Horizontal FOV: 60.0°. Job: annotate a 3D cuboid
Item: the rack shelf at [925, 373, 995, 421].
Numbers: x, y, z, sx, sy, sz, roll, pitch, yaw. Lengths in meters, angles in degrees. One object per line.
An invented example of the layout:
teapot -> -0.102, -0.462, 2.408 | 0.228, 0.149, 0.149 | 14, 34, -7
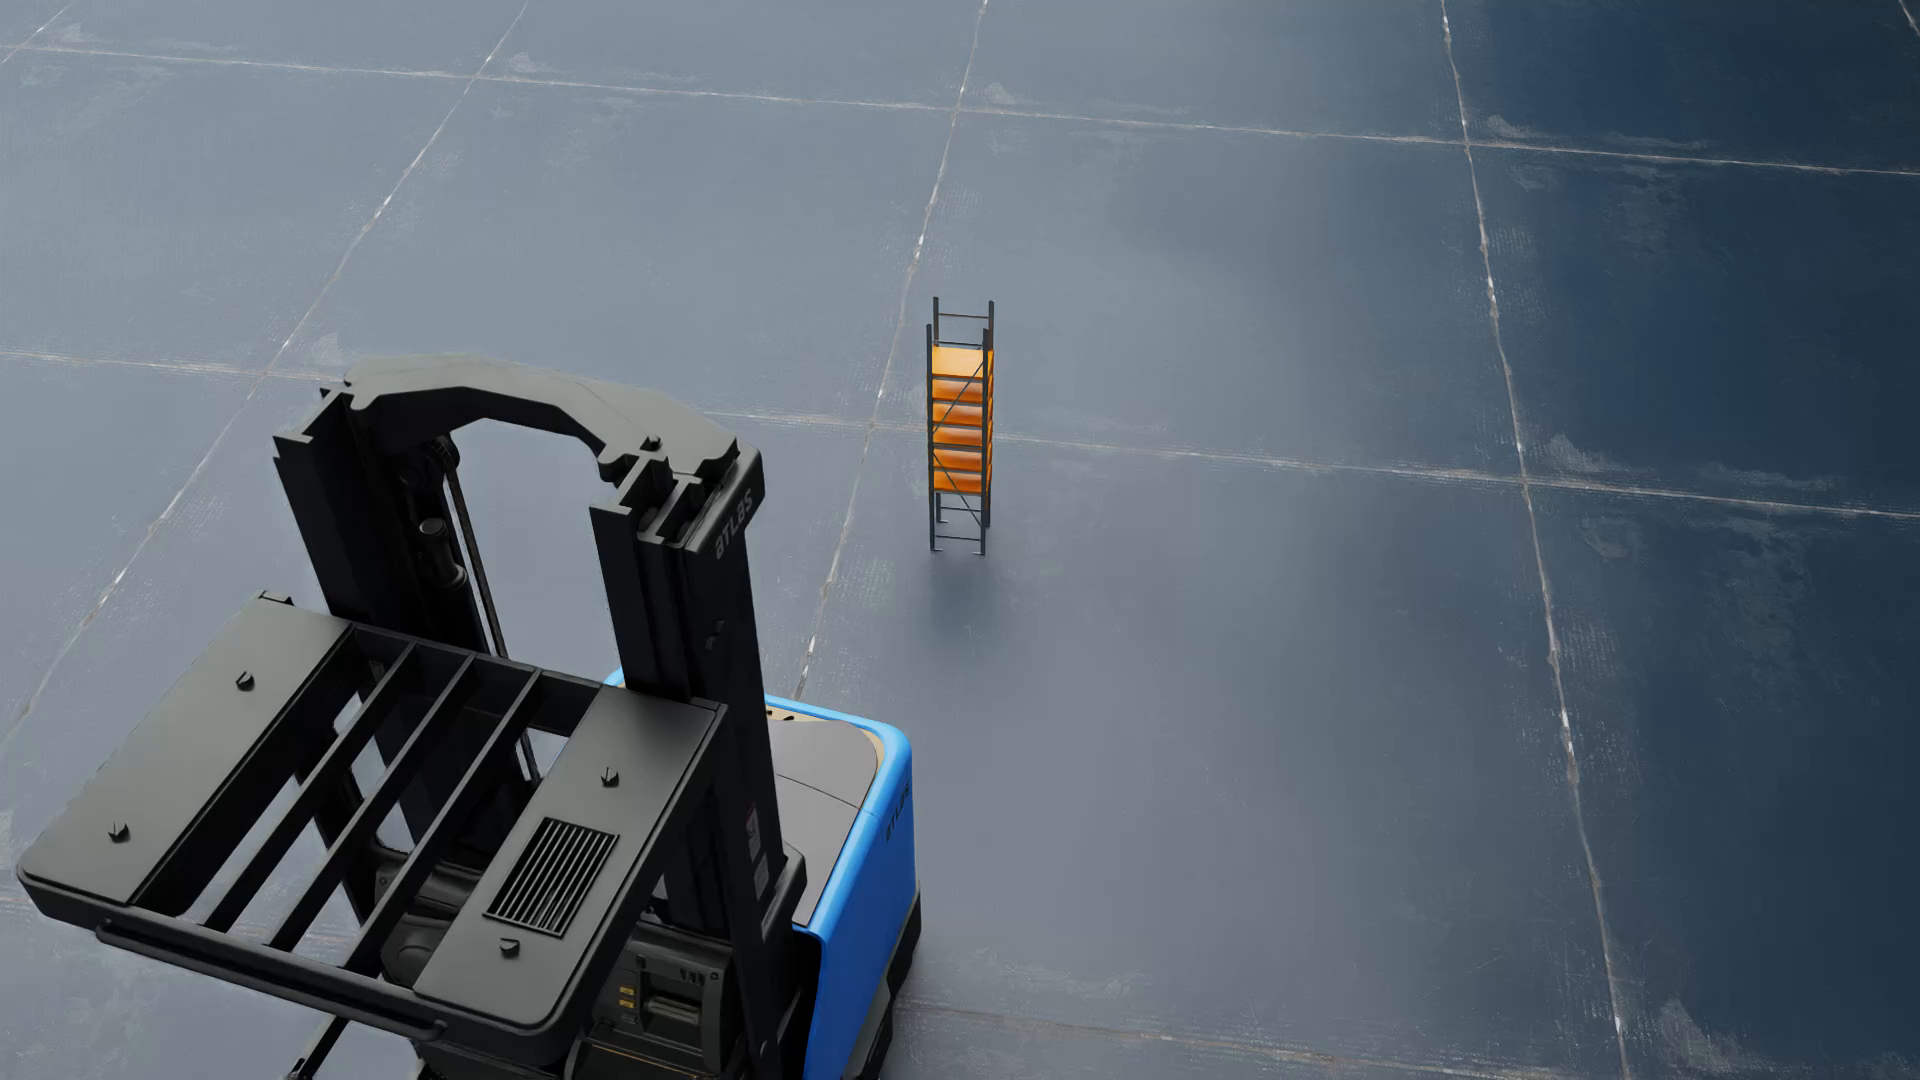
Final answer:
rack shelf -> 0.002, -0.588, 6.713 | 0.258, 0.103, 0.180 | 5, 44, 6

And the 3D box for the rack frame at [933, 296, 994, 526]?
rack frame -> 0.014, -0.508, 6.914 | 0.240, 1.200, 0.006 | 5, 44, 6

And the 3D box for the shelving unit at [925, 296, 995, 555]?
shelving unit -> 0.002, -0.446, 6.848 | 0.258, 1.200, 0.189 | 5, 44, 6

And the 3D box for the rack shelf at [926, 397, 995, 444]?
rack shelf -> 0.002, -0.500, 6.796 | 0.258, 0.103, 0.180 | 5, 44, 6

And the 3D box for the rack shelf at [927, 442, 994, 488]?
rack shelf -> 0.002, -0.326, 6.961 | 0.258, 0.103, 0.180 | 5, 44, 6

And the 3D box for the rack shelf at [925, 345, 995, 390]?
rack shelf -> 0.002, -0.675, 6.631 | 0.258, 0.103, 0.180 | 5, 44, 6

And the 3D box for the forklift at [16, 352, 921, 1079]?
forklift -> -1.064, 1.160, 3.893 | 1.130, 2.935, 3.031 | 12, 45, 13

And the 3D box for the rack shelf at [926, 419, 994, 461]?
rack shelf -> 0.002, -0.413, 6.878 | 0.258, 0.103, 0.180 | 5, 44, 6

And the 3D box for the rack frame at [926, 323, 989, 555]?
rack frame -> -0.010, -0.383, 6.782 | 0.240, 1.200, 0.006 | 5, 44, 6

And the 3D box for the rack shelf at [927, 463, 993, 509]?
rack shelf -> 0.002, -0.239, 7.043 | 0.258, 0.103, 0.180 | 5, 44, 6
